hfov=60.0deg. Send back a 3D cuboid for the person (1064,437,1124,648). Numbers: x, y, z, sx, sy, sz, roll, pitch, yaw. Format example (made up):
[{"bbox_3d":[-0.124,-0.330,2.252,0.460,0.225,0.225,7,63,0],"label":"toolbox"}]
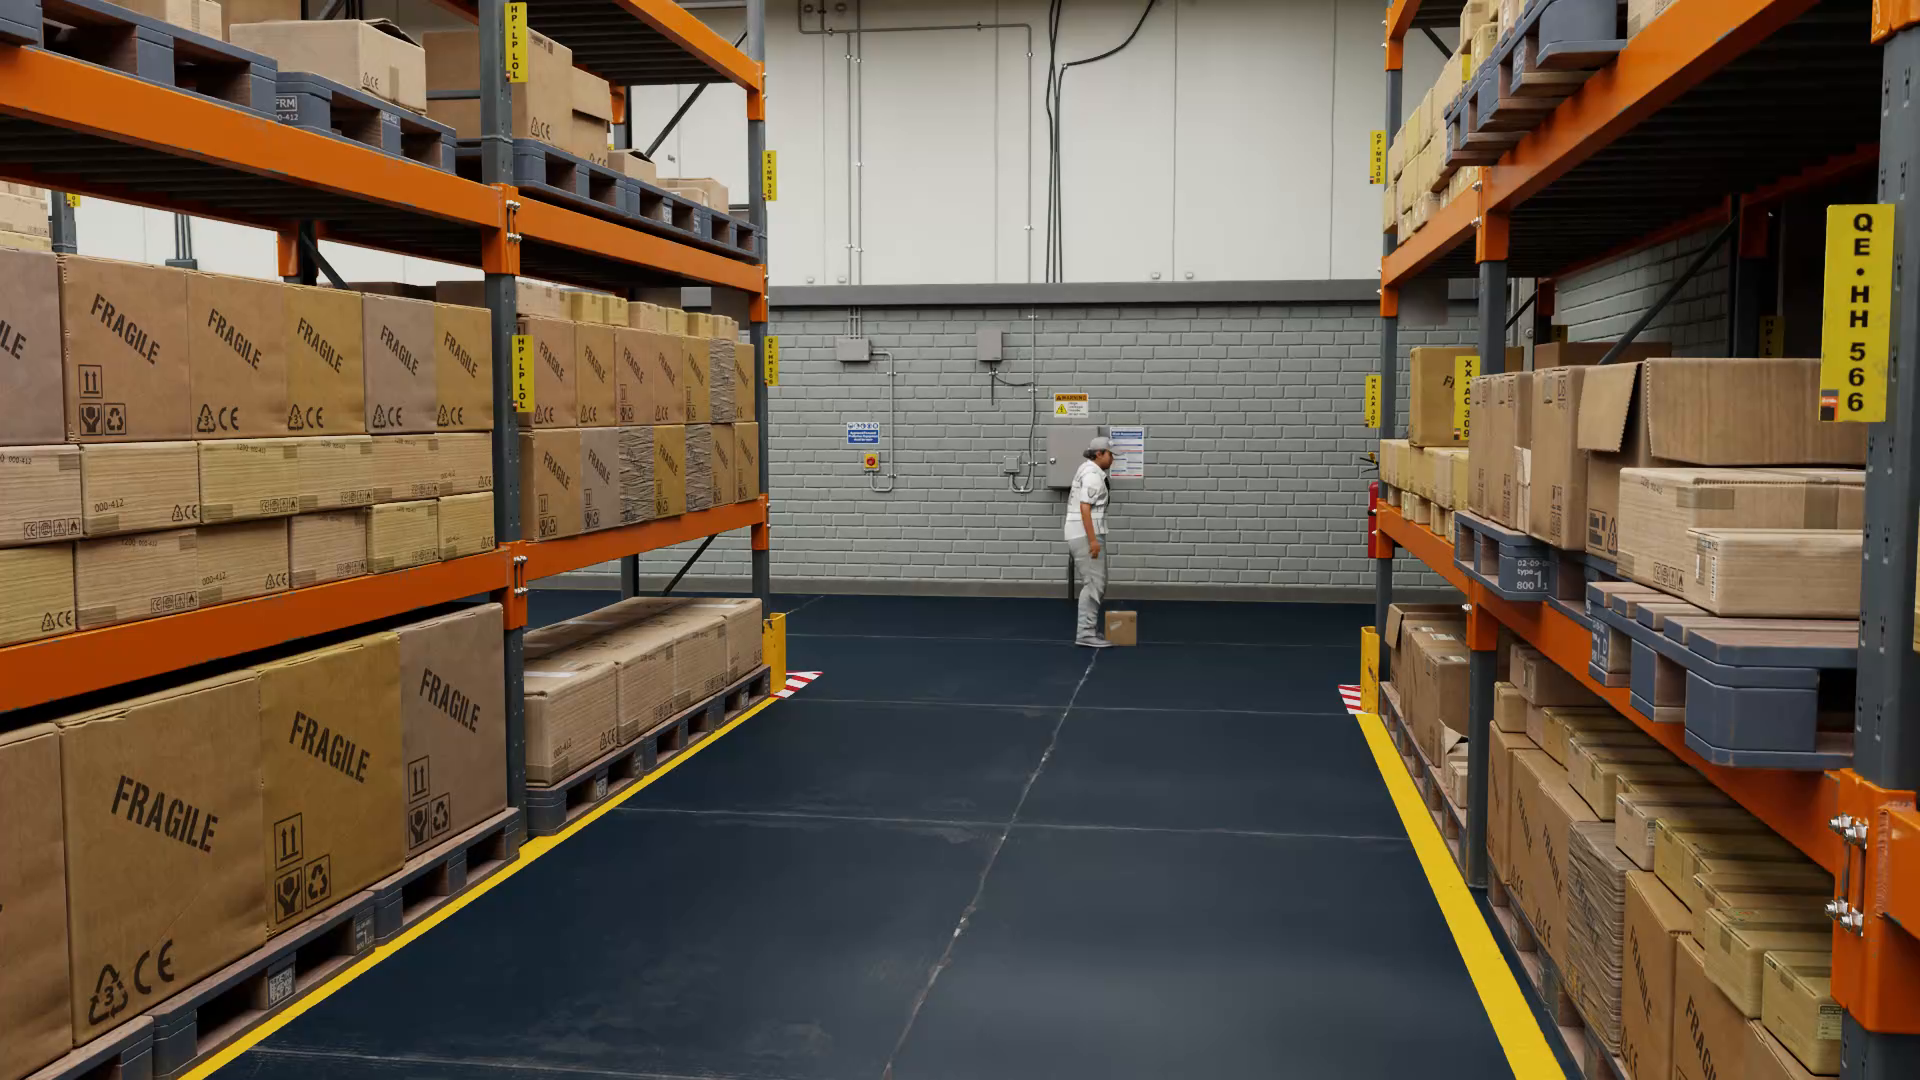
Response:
[{"bbox_3d":[1.070,0.005,13.312,0.470,1.664,0.548,0,5,6],"label":"person"}]
